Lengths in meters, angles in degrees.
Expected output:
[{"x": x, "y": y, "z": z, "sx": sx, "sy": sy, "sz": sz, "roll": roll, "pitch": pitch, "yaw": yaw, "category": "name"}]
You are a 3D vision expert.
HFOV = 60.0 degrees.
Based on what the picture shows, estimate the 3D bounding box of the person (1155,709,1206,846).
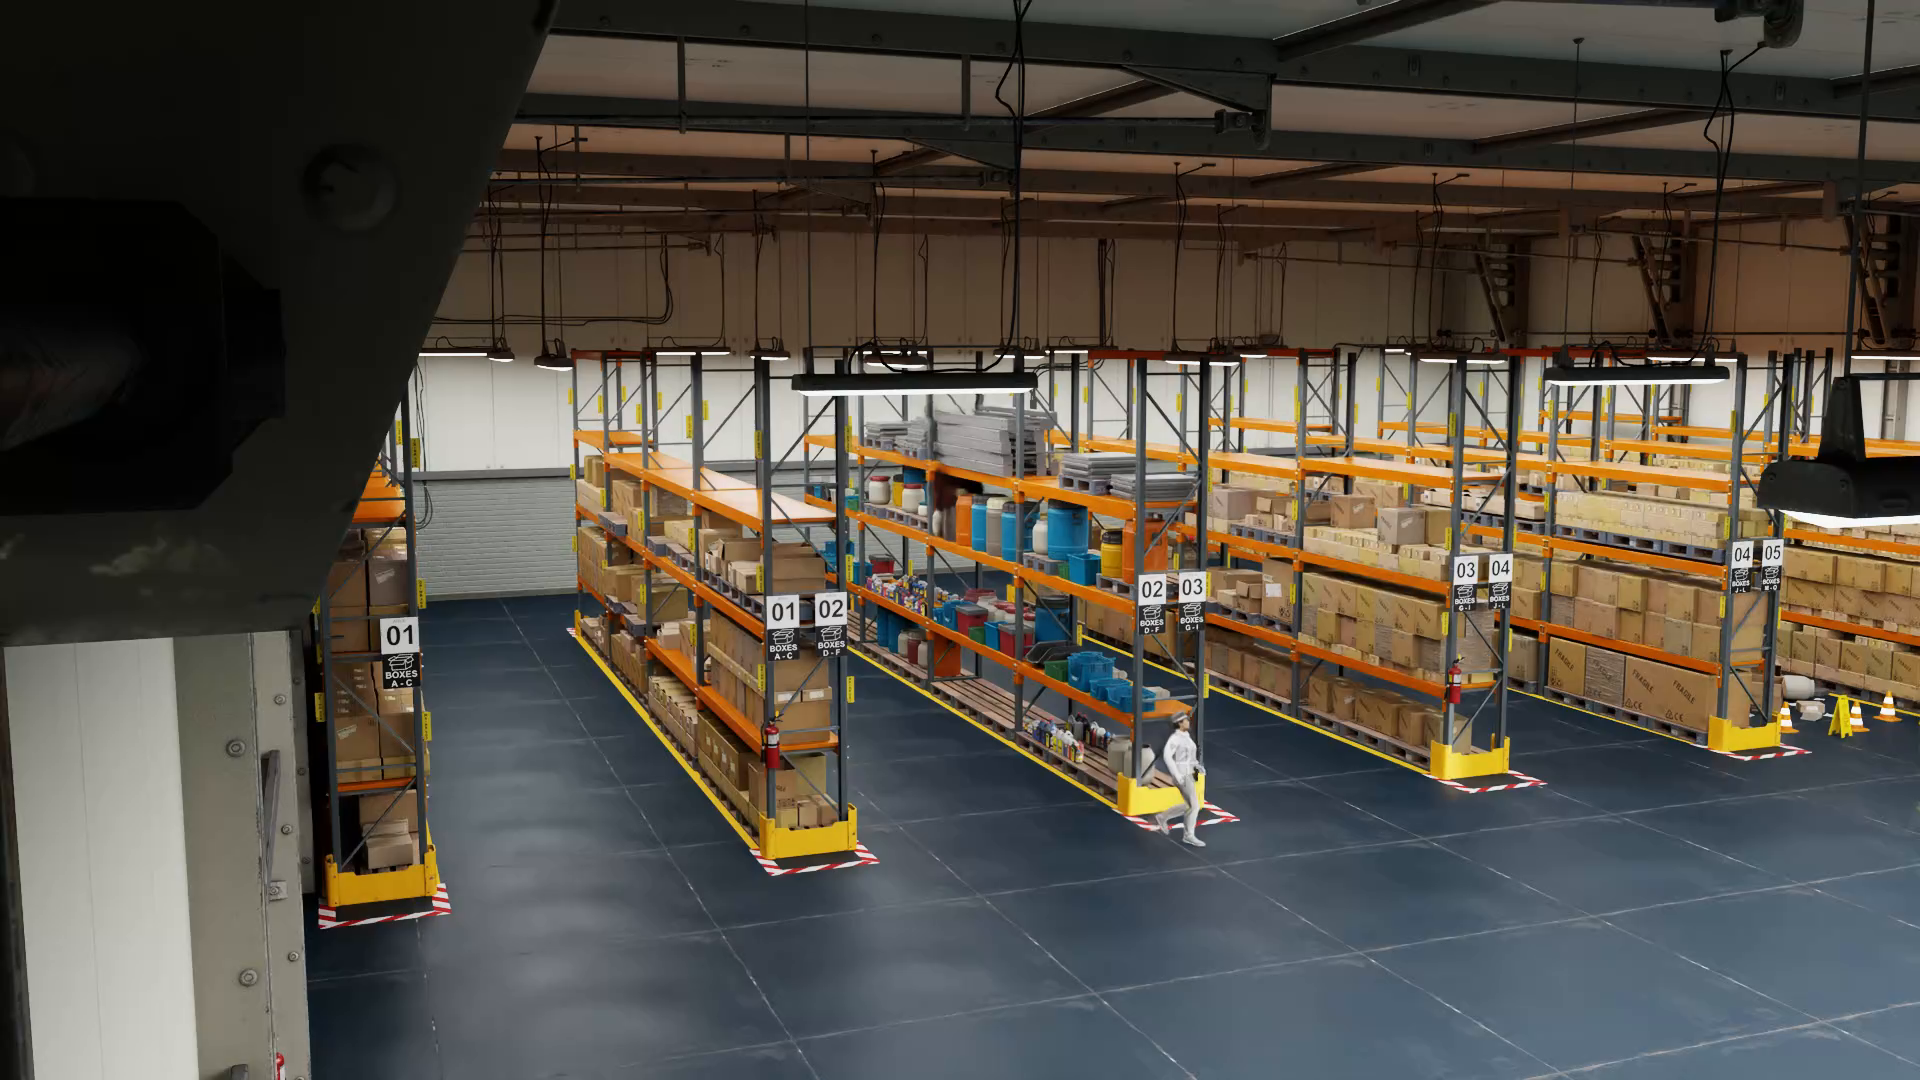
[{"x": 2.780, "y": 2.951, "z": 20.777, "sx": 0.654, "sy": 1.670, "sz": 0.670, "roll": 3, "pitch": 8, "yaw": 22, "category": "person"}]

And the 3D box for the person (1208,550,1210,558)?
[{"x": 6.059, "y": 0.416, "z": 41.517, "sx": 0.516, "sy": 1.536, "sz": 0.559, "roll": -5, "pitch": 8, "yaw": -33, "category": "person"}]

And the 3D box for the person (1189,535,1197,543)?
[{"x": 5.291, "y": 0.736, "z": 38.170, "sx": 0.681, "sy": 1.768, "sz": 0.579, "roll": -2, "pitch": 7, "yaw": -18, "category": "person"}]
